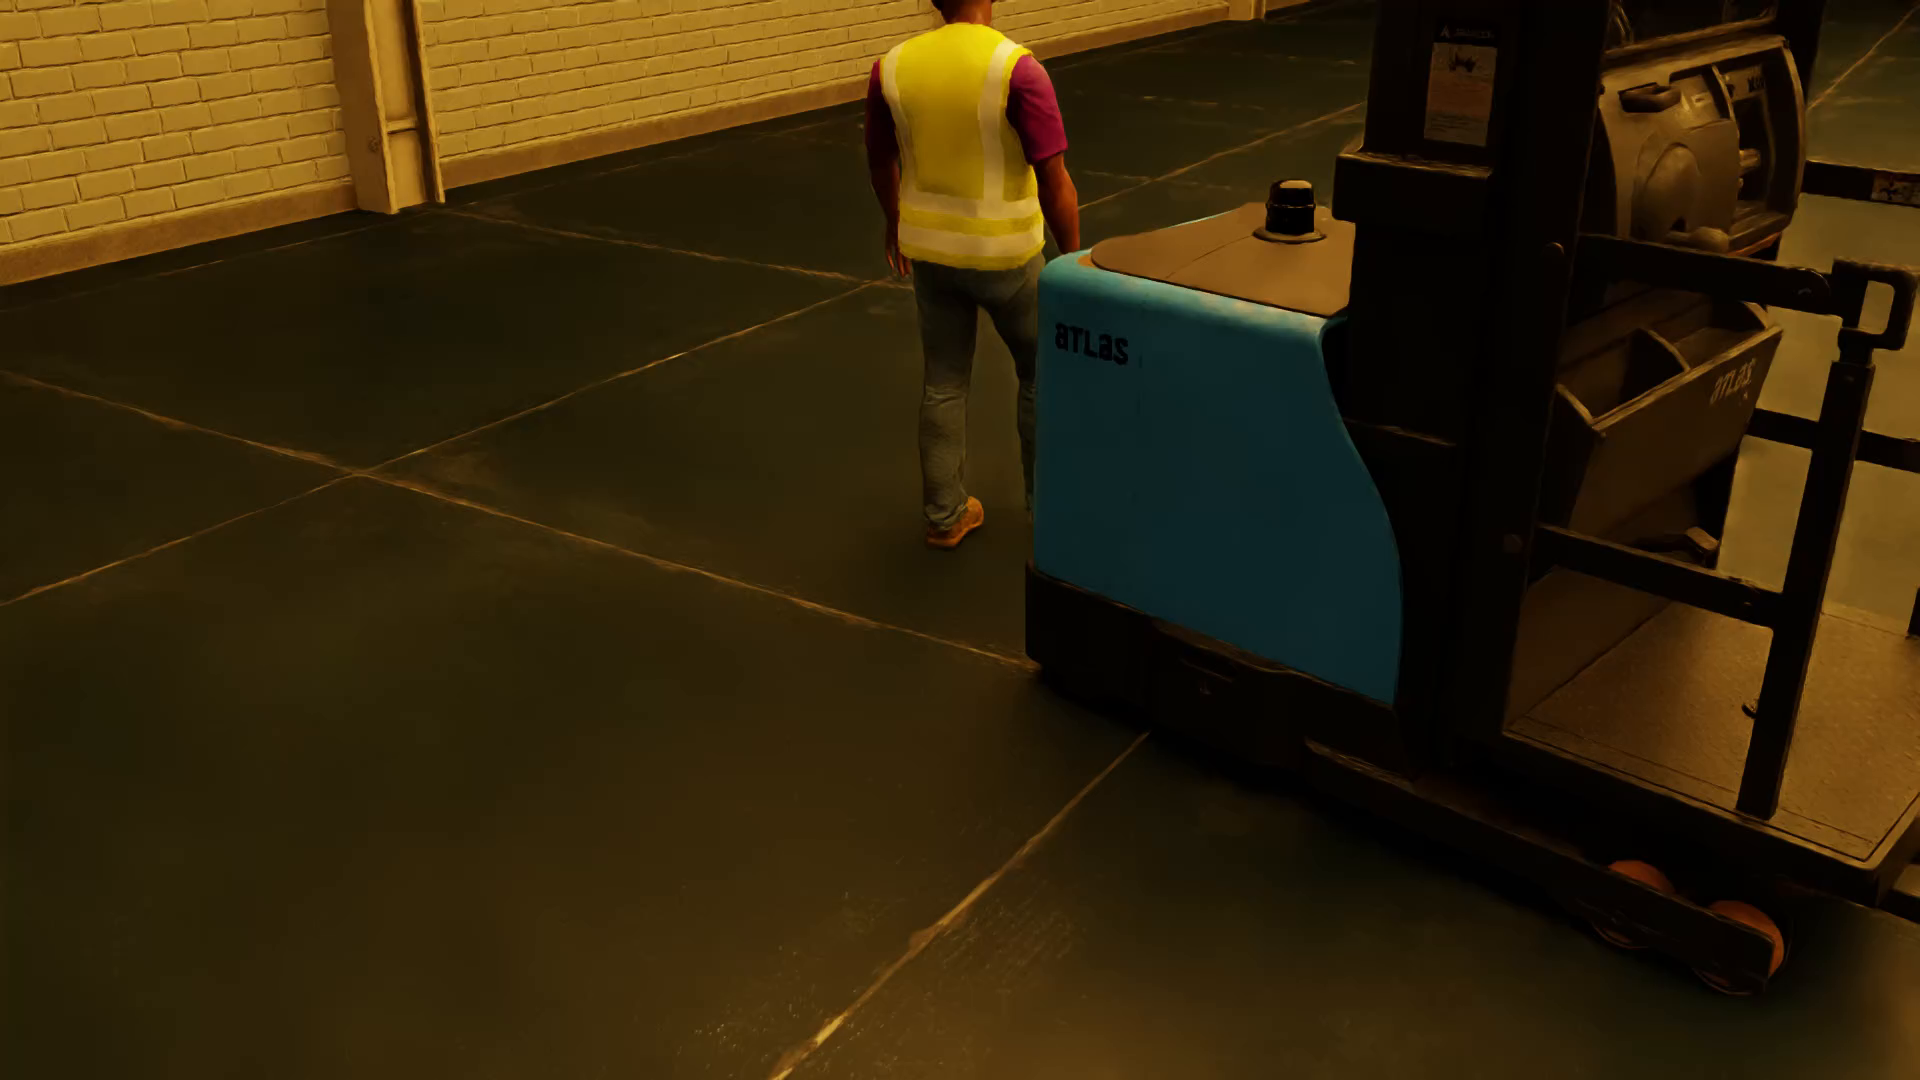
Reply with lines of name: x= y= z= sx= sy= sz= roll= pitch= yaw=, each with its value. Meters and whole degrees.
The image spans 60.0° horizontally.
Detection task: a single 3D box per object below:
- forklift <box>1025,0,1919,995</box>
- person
forklift: x=1.577 y=-0.740 z=3.045 sx=3.031 sy=2.935 sz=1.130 roll=21 pitch=31 yaw=39
person: x=0.075 y=-0.865 z=4.857 sx=0.723 sy=1.754 sz=0.596 roll=10 pitch=25 yaw=23
